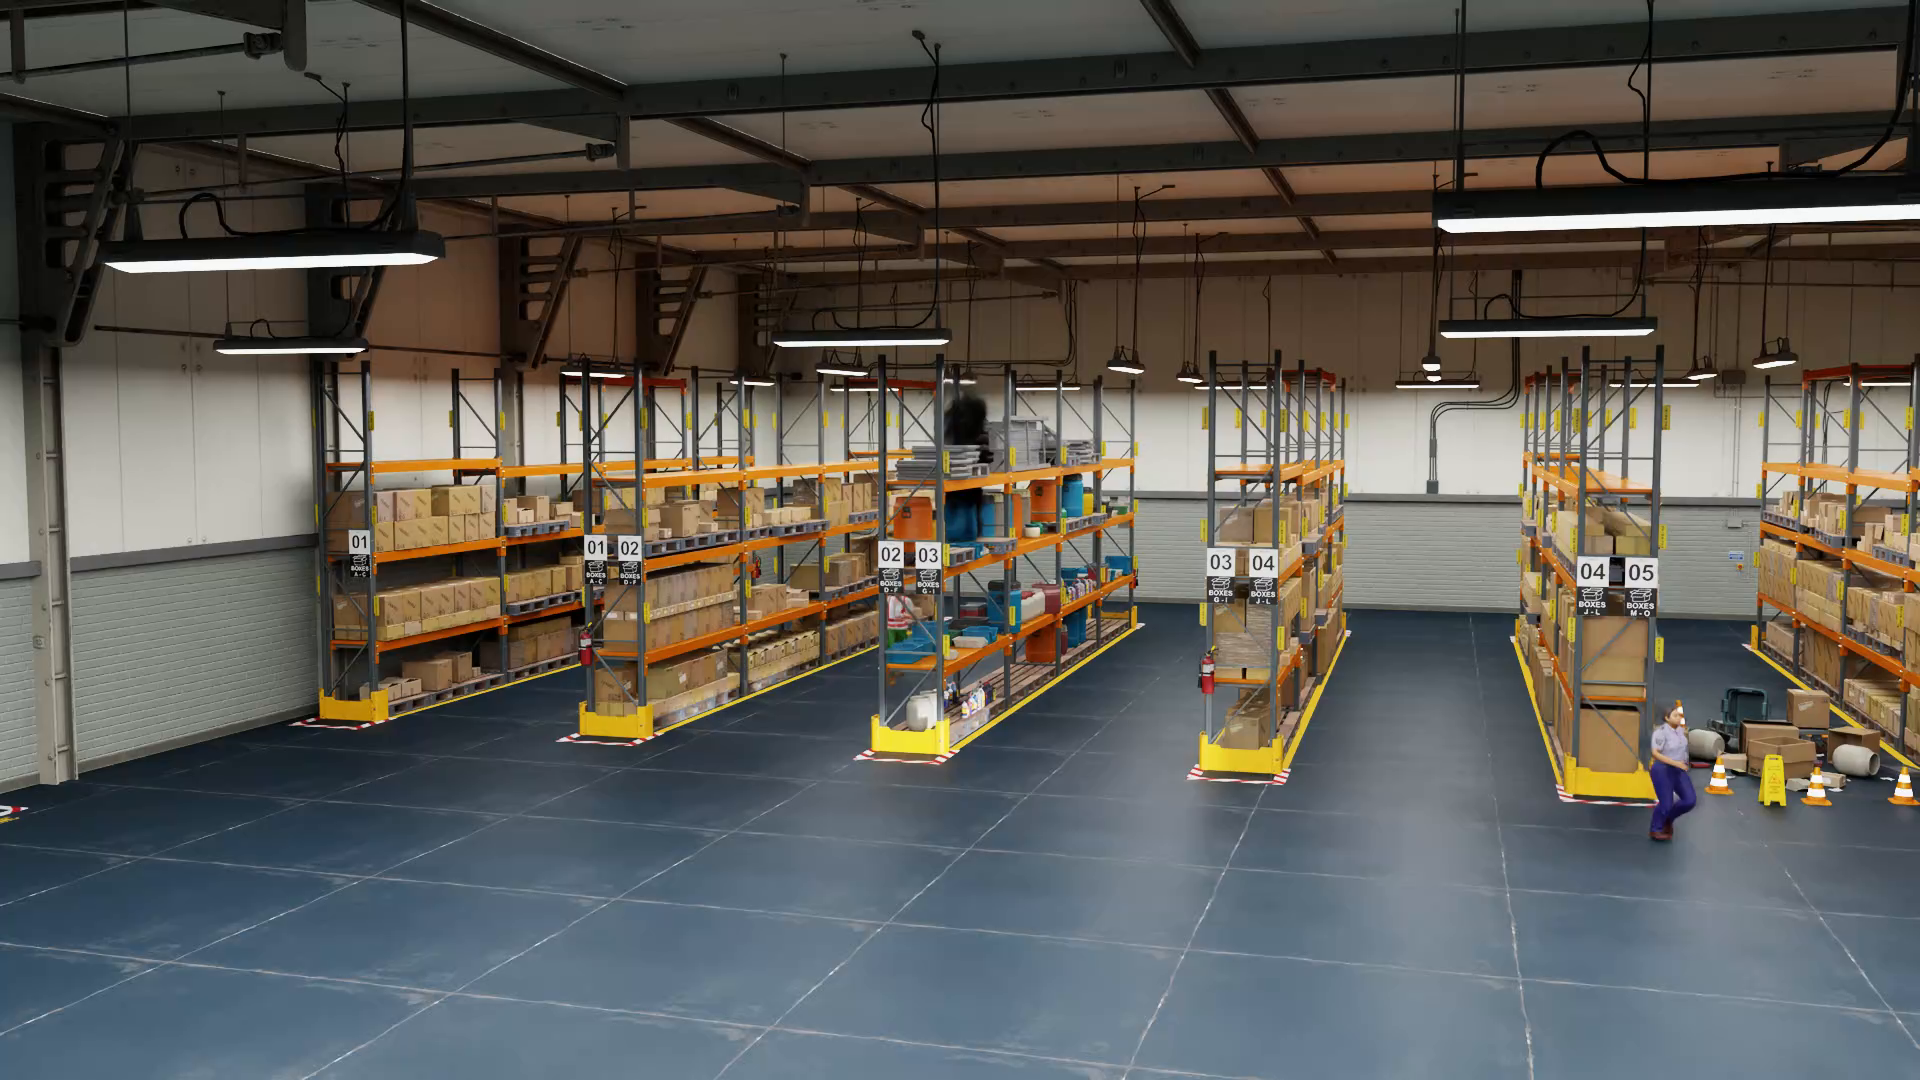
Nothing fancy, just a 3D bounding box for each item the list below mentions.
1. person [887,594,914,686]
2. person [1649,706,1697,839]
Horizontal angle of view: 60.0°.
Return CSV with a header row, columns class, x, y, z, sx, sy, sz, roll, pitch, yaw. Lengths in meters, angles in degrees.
class,x,y,z,sx,sy,sz,roll,pitch,yaw
person,-1.146,1.676,30.217,0.643,1.894,0.834,0,4,4
person,8.500,2.774,19.775,0.646,1.599,0.569,-2,5,-27
